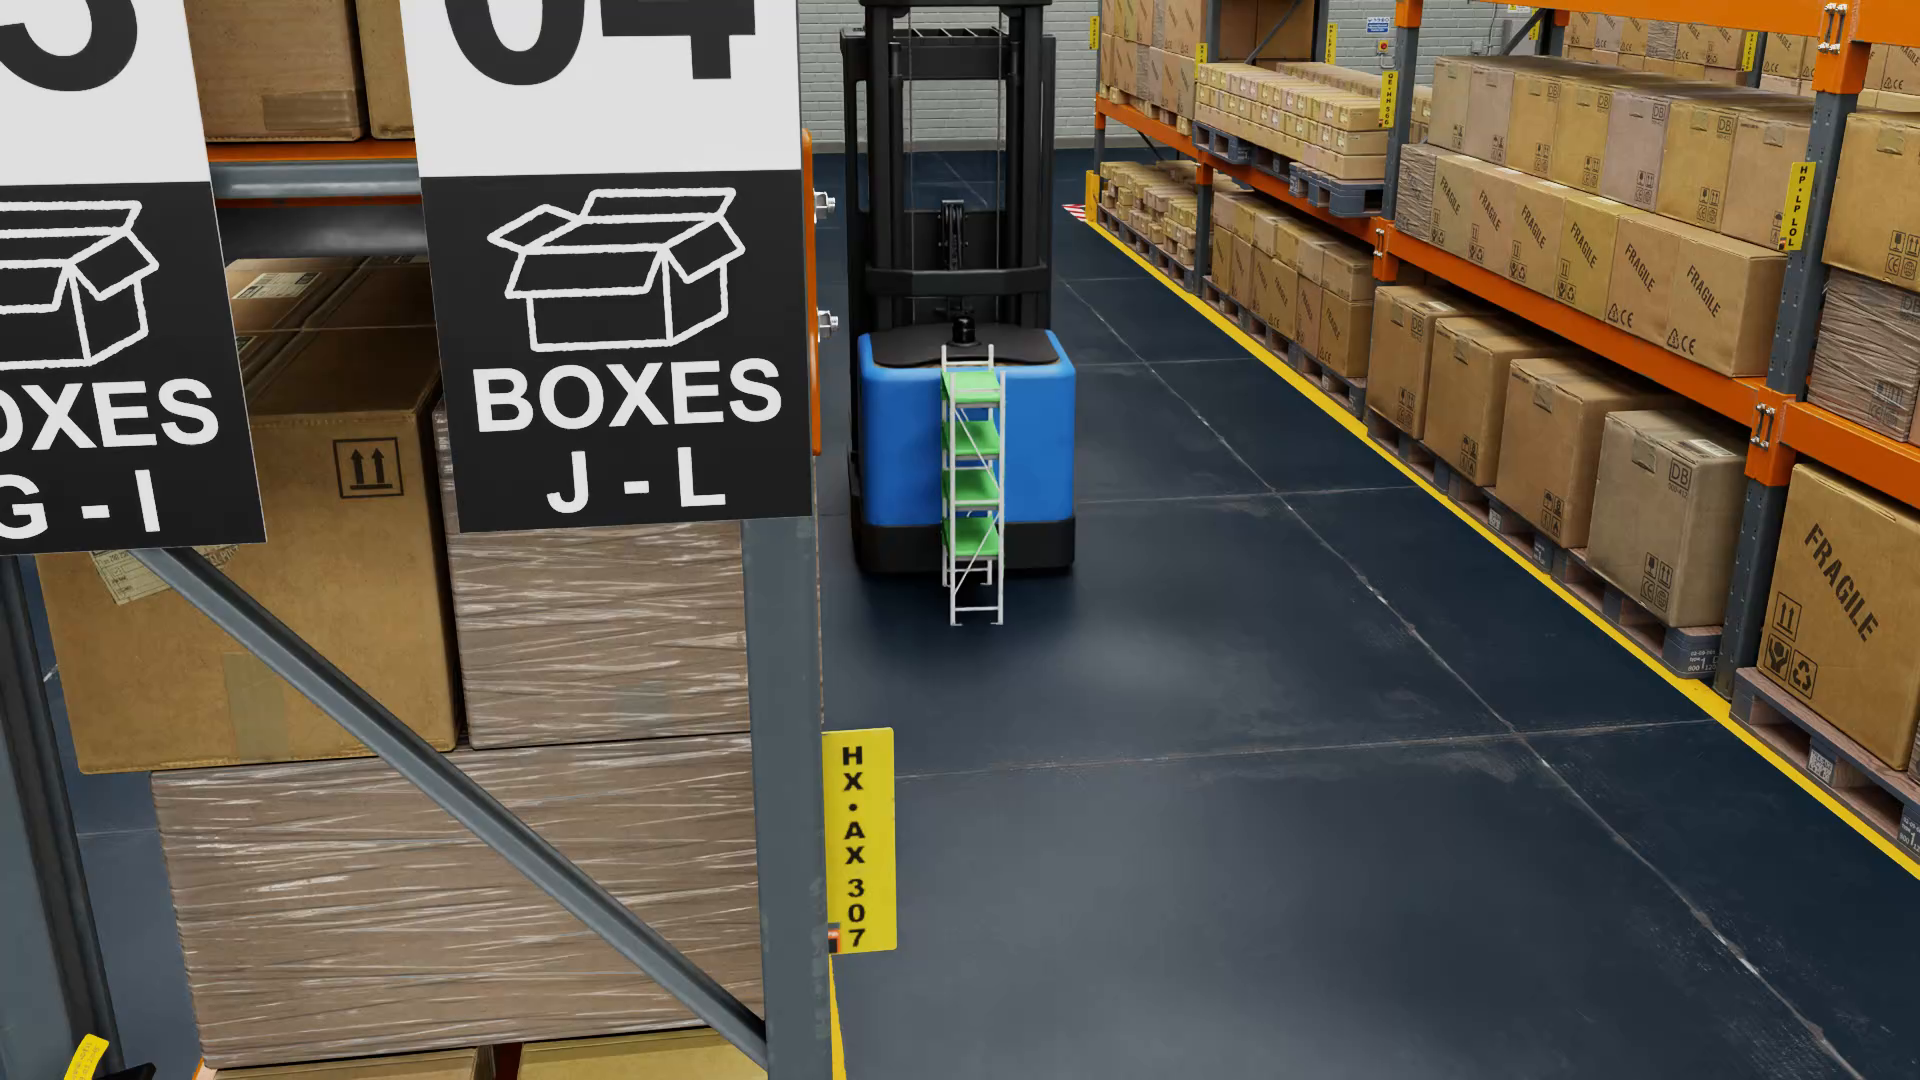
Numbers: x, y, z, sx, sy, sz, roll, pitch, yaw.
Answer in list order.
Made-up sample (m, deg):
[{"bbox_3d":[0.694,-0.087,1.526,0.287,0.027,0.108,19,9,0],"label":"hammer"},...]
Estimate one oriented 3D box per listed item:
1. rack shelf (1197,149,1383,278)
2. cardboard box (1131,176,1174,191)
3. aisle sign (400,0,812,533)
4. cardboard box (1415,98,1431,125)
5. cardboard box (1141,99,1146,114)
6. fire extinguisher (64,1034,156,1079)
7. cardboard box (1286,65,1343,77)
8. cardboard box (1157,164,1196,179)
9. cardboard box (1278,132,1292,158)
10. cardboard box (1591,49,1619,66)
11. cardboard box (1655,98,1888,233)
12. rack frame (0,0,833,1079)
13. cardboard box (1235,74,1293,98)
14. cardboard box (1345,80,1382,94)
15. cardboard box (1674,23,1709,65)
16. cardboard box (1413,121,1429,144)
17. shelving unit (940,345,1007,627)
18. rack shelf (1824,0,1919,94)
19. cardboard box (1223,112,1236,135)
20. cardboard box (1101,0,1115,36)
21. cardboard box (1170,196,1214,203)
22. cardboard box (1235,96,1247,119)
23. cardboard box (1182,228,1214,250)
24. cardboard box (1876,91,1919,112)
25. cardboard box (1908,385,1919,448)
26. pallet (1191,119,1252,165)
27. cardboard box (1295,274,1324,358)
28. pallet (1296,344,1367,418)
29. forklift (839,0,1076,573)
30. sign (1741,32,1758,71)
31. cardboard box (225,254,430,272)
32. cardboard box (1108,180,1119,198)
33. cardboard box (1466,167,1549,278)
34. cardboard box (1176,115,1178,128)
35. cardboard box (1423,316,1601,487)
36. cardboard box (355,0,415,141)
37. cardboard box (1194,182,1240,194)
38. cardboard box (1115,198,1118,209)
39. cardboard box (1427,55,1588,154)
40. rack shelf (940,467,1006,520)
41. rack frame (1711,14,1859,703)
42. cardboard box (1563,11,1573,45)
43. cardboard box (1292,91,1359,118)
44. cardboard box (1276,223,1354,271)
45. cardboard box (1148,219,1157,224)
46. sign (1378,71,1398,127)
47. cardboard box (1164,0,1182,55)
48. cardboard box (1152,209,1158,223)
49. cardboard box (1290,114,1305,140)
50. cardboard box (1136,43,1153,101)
[{"bbox_3d":[2.811,-2.516,12.193,1.077,0.370,4.000,-3,21,-8],"label":"rack shelf"},{"bbox_3d":[1.902,-3.510,16.451,0.380,0.149,0.250,-2,21,-6],"label":"cardboard box"},{"bbox_3d":[-0.365,-0.387,1.749,0.394,0.787,0.004,-3,21,-8],"label":"aisle sign"},{"bbox_3d":[3.183,-2.781,10.783,0.380,0.149,0.250,-3,21,-9],"label":"cardboard box"},{"bbox_3d":[1.943,-4.146,15.889,0.380,0.149,0.250,-2,21,-6],"label":"cardboard box"},{"bbox_3d":[-1.110,0.924,2.066,0.296,0.674,0.183,-3,21,-8],"label":"fire extinguisher"},{"bbox_3d":[2.813,-3.681,13.193,0.380,0.149,0.250,-4,21,-9],"label":"cardboard box"},{"bbox_3d":[2.252,-3.810,17.253,0.380,0.149,0.250,-3,21,-7],"label":"cardboard box"},{"bbox_3d":[2.429,-2.742,11.528,0.380,0.149,0.250,-4,21,-10],"label":"cardboard box"},{"bbox_3d":[6.771,-4.730,16.951,0.500,0.500,0.500,-3,21,-8],"label":"cardboard box"},{"bbox_3d":[3.522,-1.640,7.249,0.700,0.500,0.500,-3,21,-9],"label":"cardboard box"},{"bbox_3d":[-0.667,0.825,2.221,0.949,2.616,0.053,-3,21,-8],"label":"rack frame"},{"bbox_3d":[2.276,-3.383,12.396,0.380,0.149,0.250,-3,21,-8],"label":"cardboard box"},{"bbox_3d":[3.001,-3.229,11.984,0.380,0.149,0.250,-3,21,-9],"label":"cardboard box"},{"bbox_3d":[7.000,-4.671,15.362,0.500,0.500,0.500,-3,21,-9],"label":"cardboard box"},{"bbox_3d":[3.187,-2.650,10.858,0.380,0.149,0.250,-2,21,-5],"label":"cardboard box"},{"bbox_3d":[0.056,-0.254,7.681,0.258,1.200,0.503,-2,21,-5],"label":"shelving unit"},{"bbox_3d":[3.964,-1.151,4.252,1.077,0.370,4.000,-3,21,-8],"label":"rack shelf"},{"bbox_3d":[2.237,-3.195,12.743,0.380,0.149,0.250,-3,21,-7],"label":"cardboard box"},{"bbox_3d":[1.748,-5.416,16.933,0.500,0.500,0.500,-3,21,-8],"label":"cardboard box"},{"bbox_3d":[2.134,-3.061,15.249,0.380,0.149,0.250,-2,21,-6],"label":"cardboard box"},{"bbox_3d":[2.280,-3.242,12.442,0.380,0.149,0.250,-2,21,-6],"label":"cardboard box"},{"bbox_3d":[2.162,-2.639,14.543,0.380,0.149,0.250,-3,21,-7],"label":"cardboard box"},{"bbox_3d":[7.415,-3.297,12.757,0.500,0.250,0.500,-4,21,-9],"label":"cardboard box"},{"bbox_3d":[3.842,-0.529,5.632,0.875,0.550,0.550,-3,21,-8],"label":"cardboard box"},{"bbox_3d":[2.489,-3.183,13.226,1.003,0.211,1.213,-3,21,-8],"label":"pallet"},{"bbox_3d":[2.674,-1.581,11.633,0.500,0.500,0.500,-2,21,-6],"label":"cardboard box"},{"bbox_3d":[2.988,-1.125,11.426,1.003,0.211,1.213,-3,21,-8],"label":"pallet"},{"bbox_3d":[-0.077,-1.686,9.041,1.130,2.935,3.031,-2,21,-5],"label":"forklift"},{"bbox_3d":[6.857,-4.244,14.442,0.100,0.325,0.005,-3,21,-8],"label":"sign"},{"bbox_3d":[-1.142,-0.354,3.379,0.500,0.500,0.500,-3,21,-8],"label":"cardboard box"},{"bbox_3d":[1.751,-3.639,17.221,0.380,0.149,0.250,-3,21,-8],"label":"cardboard box"},{"bbox_3d":[3.045,-1.688,8.804,0.500,0.500,0.500,-3,21,-8],"label":"cardboard box"},{"bbox_3d":[2.125,-3.694,14.678,0.380,0.149,0.250,-2,21,-6],"label":"cardboard box"},{"bbox_3d":[3.227,-0.785,9.147,1.050,0.750,0.750,-3,21,-7],"label":"cardboard box"},{"bbox_3d":[-0.484,-0.690,2.204,0.500,0.250,0.500,-2,21,-6],"label":"cardboard box"},{"bbox_3d":[2.478,-3.357,16.042,0.380,0.149,0.250,-3,21,-7],"label":"cardboard box"},{"bbox_3d":[1.823,-3.507,17.294,0.380,0.149,0.250,-3,21,-8],"label":"cardboard box"},{"bbox_3d":[3.154,-2.520,9.603,0.700,0.500,0.500,-3,21,-8],"label":"cardboard box"},{"bbox_3d":[0.056,-0.194,7.703,0.258,0.148,0.480,-2,21,-5],"label":"rack shelf"},{"bbox_3d":[3.676,-0.775,6.505,1.000,3.000,0.127,-3,21,-8],"label":"rack frame"},{"bbox_3d":[6.617,-5.549,17.715,0.500,0.500,0.500,-3,21,-9],"label":"cardboard box"},{"bbox_3d":[2.461,-2.935,11.195,0.380,0.149,0.250,-2,21,-6],"label":"cardboard box"},{"bbox_3d":[2.600,-2.112,11.984,0.500,0.250,0.500,-2,21,-6],"label":"cardboard box"},{"bbox_3d":[2.008,-2.977,15.874,0.380,0.149,0.250,-3,21,-7],"label":"cardboard box"},{"bbox_3d":[2.563,-2.635,9.942,0.100,0.325,0.005,-3,21,-8],"label":"sign"},{"bbox_3d":[2.107,-4.528,14.554,0.500,0.500,0.500,-4,21,-9],"label":"cardboard box"},{"bbox_3d":[2.041,-3.097,15.769,0.380,0.149,0.250,-4,21,-10],"label":"cardboard box"},{"bbox_3d":[2.461,-2.797,11.251,0.380,0.149,0.250,-3,21,-8],"label":"cardboard box"},{"bbox_3d":[1.977,-4.417,15.686,0.500,0.500,0.500,-3,21,-9],"label":"cardboard box"}]
